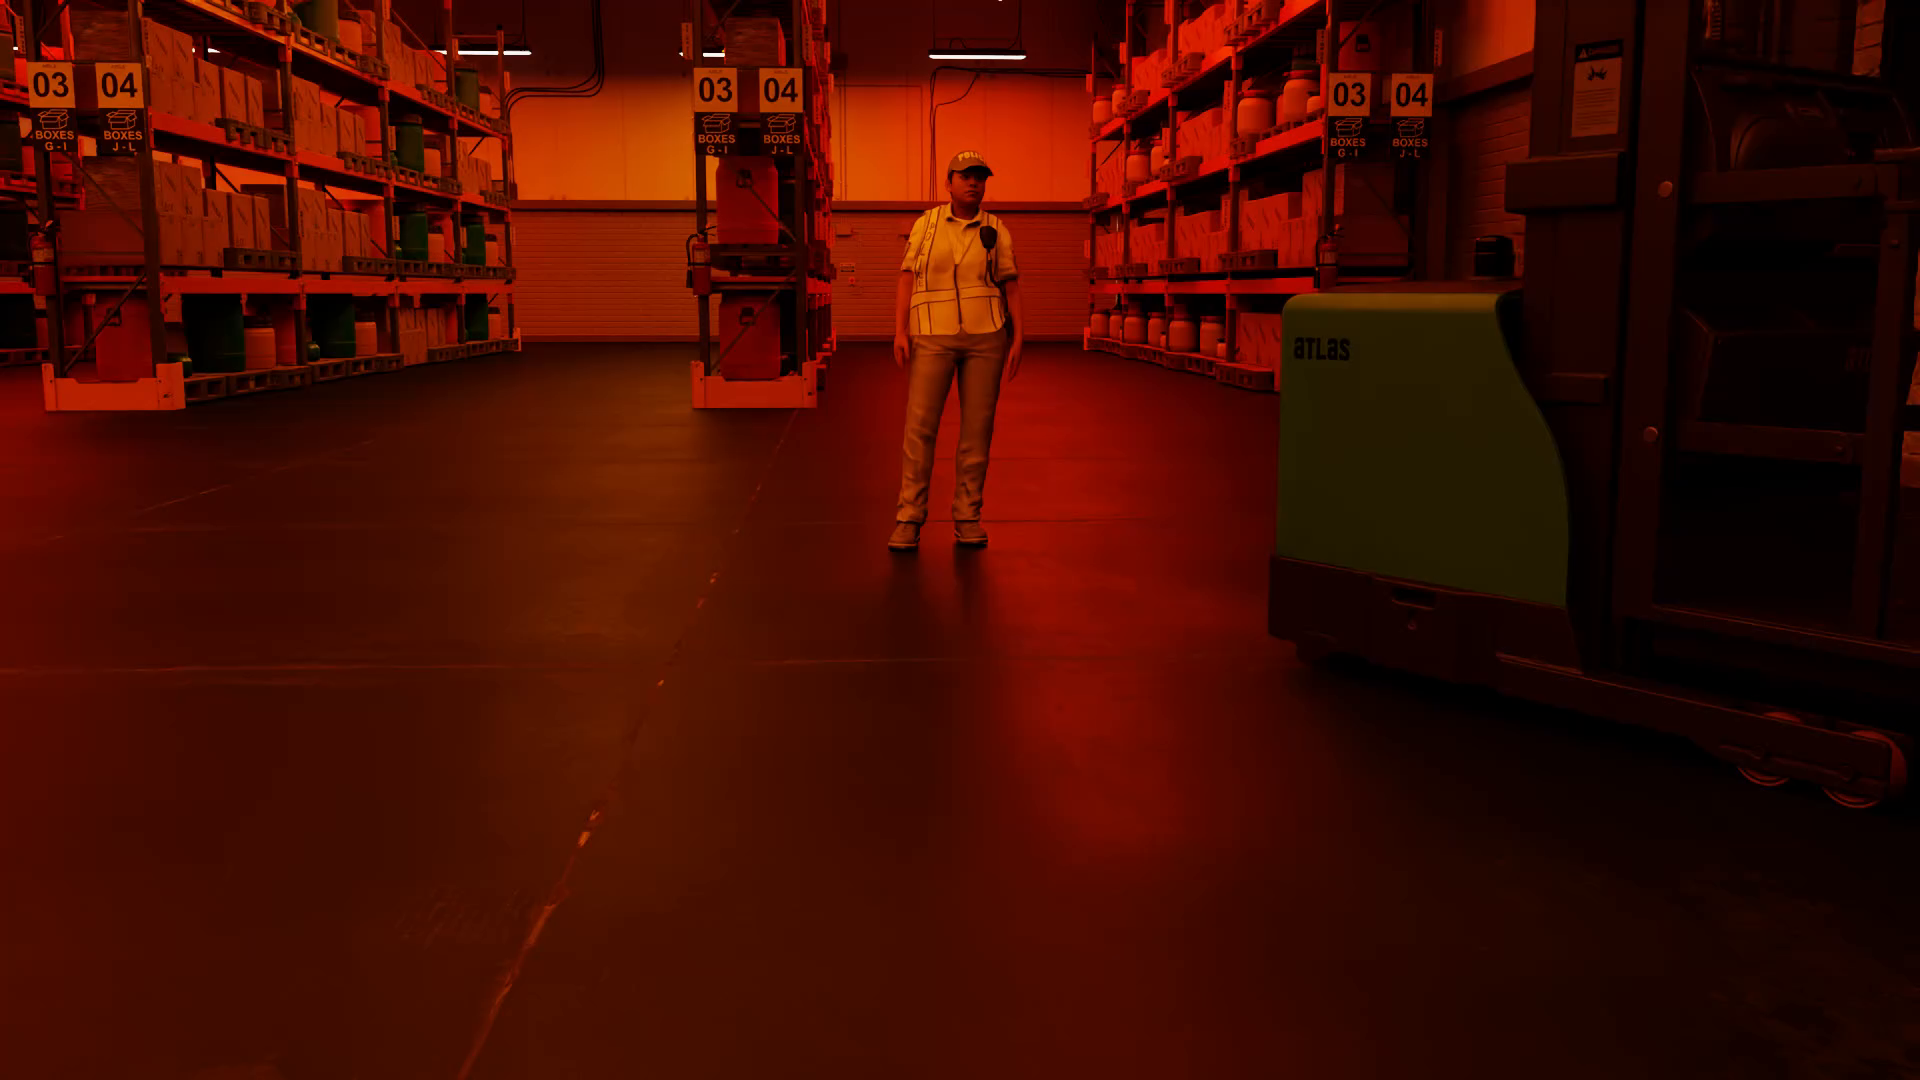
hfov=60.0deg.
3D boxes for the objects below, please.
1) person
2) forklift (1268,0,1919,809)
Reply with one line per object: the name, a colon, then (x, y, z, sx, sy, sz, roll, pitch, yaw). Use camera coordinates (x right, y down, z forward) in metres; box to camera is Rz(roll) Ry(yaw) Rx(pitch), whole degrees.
person: (-0.019, -0.820, 7.109, 0.598, 1.670, 0.529, -1, 8, -4)
forklift: (2.160, -0.963, 3.816, 1.130, 2.935, 3.031, -6, 10, -34)
